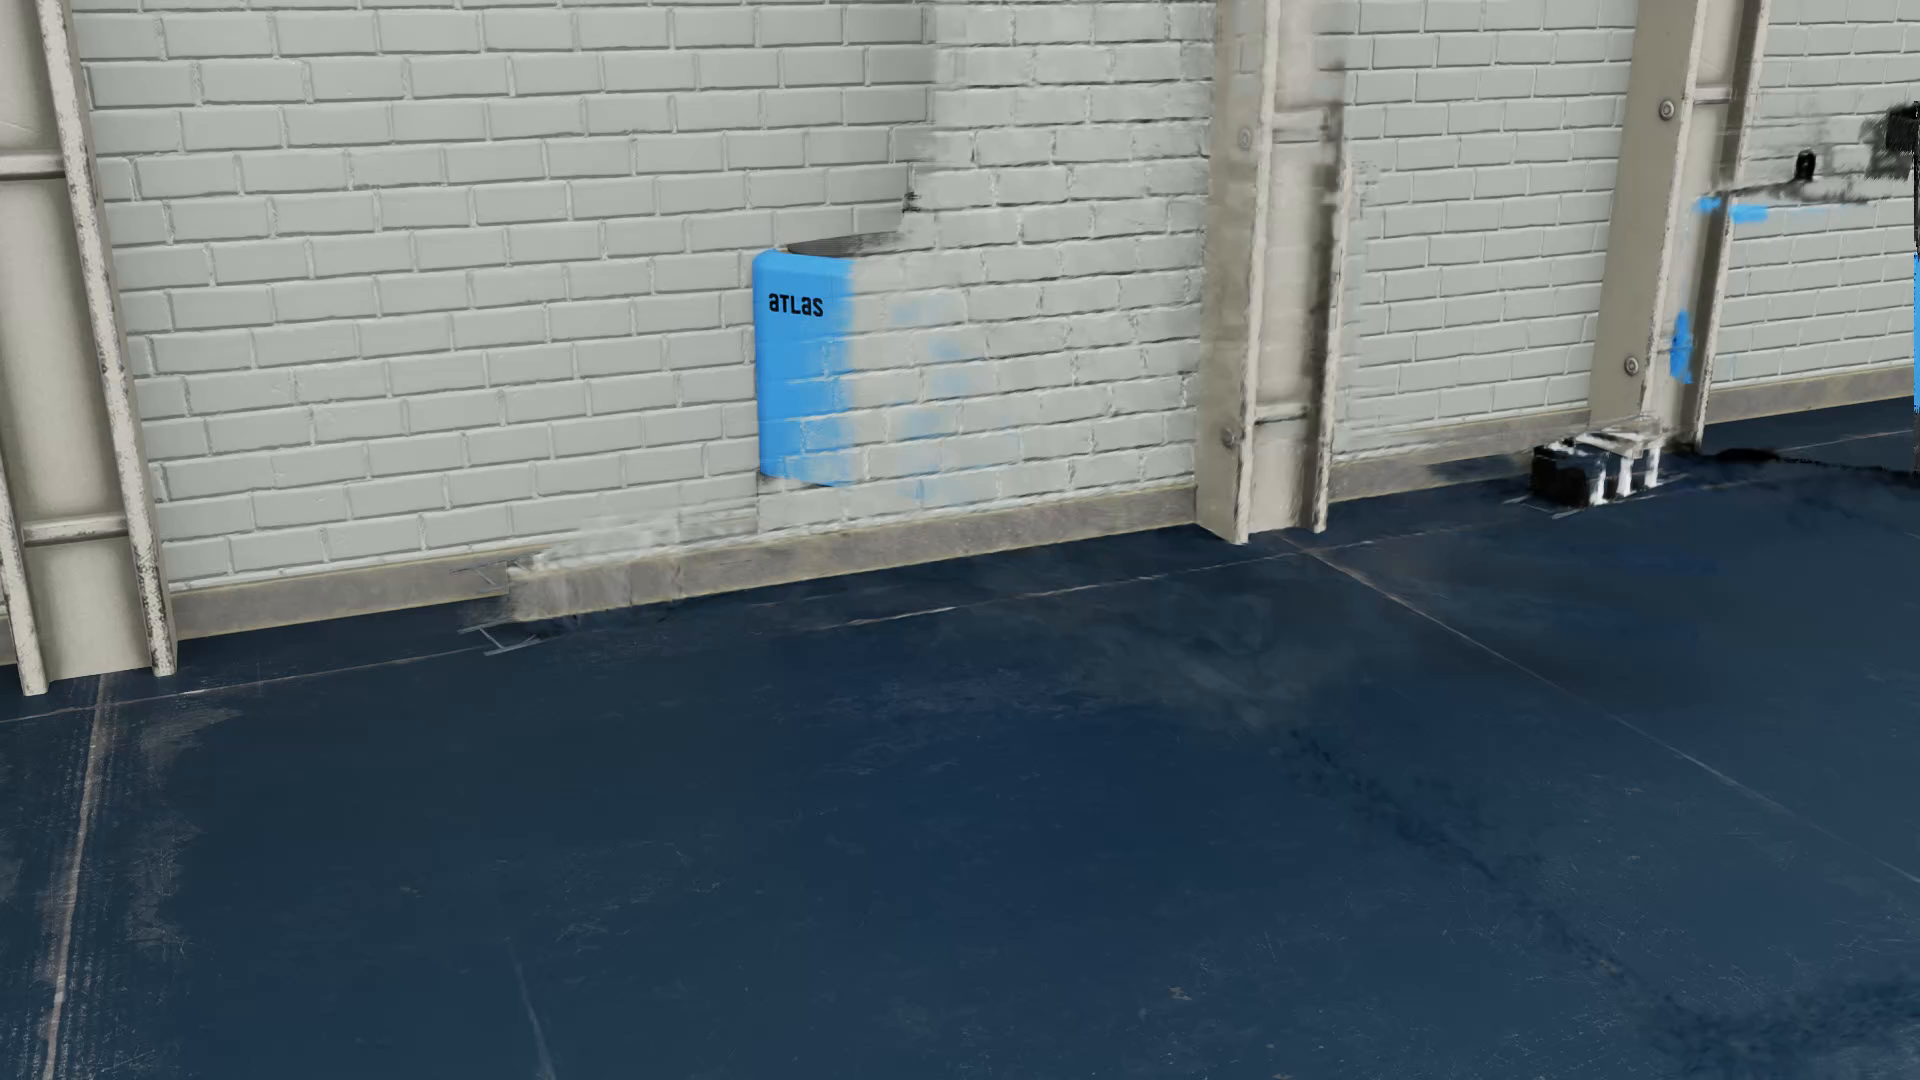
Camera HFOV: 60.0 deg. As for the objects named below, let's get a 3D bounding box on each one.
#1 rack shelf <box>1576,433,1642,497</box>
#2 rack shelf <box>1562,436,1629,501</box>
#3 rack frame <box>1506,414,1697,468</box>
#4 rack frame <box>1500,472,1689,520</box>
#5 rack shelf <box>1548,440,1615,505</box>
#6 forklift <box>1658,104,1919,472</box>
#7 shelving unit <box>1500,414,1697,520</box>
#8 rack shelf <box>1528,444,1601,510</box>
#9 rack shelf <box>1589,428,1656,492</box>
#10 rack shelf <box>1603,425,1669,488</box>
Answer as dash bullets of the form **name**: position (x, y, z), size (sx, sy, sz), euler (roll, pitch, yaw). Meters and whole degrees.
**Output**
- **rack shelf**: position (-1.119, 0.124, 5.340), size (0.077, 0.200, 0.258), euler (-14, 24, -34)
- **rack shelf**: position (-1.192, 0.143, 5.290), size (0.077, 0.200, 0.258), euler (-14, 24, -34)
- **rack frame**: position (-1.146, 0.035, 5.287), size (0.900, 0.006, 0.240), euler (-14, 24, -34)
- **rack frame**: position (-1.145, 0.227, 5.356), size (0.900, 0.006, 0.240), euler (-14, 24, -34)
- **rack shelf**: position (-1.264, 0.161, 5.240), size (0.077, 0.200, 0.258), euler (-14, 24, -34)
- **forklift**: position (0.830, -1.236, 5.120), size (3.031, 2.935, 1.130), euler (10, 22, 26)
- **shelving unit**: position (-1.146, 0.131, 5.322), size (0.900, 0.210, 0.258), euler (-14, 24, -34)
- **rack shelf**: position (-1.337, 0.180, 5.190), size (0.077, 0.200, 0.258), euler (-14, 24, -34)
- **rack shelf**: position (-1.046, 0.106, 5.390), size (0.077, 0.200, 0.258), euler (-14, 24, -34)
- **rack shelf**: position (-0.974, 0.088, 5.440), size (0.077, 0.200, 0.258), euler (-14, 24, -34)
